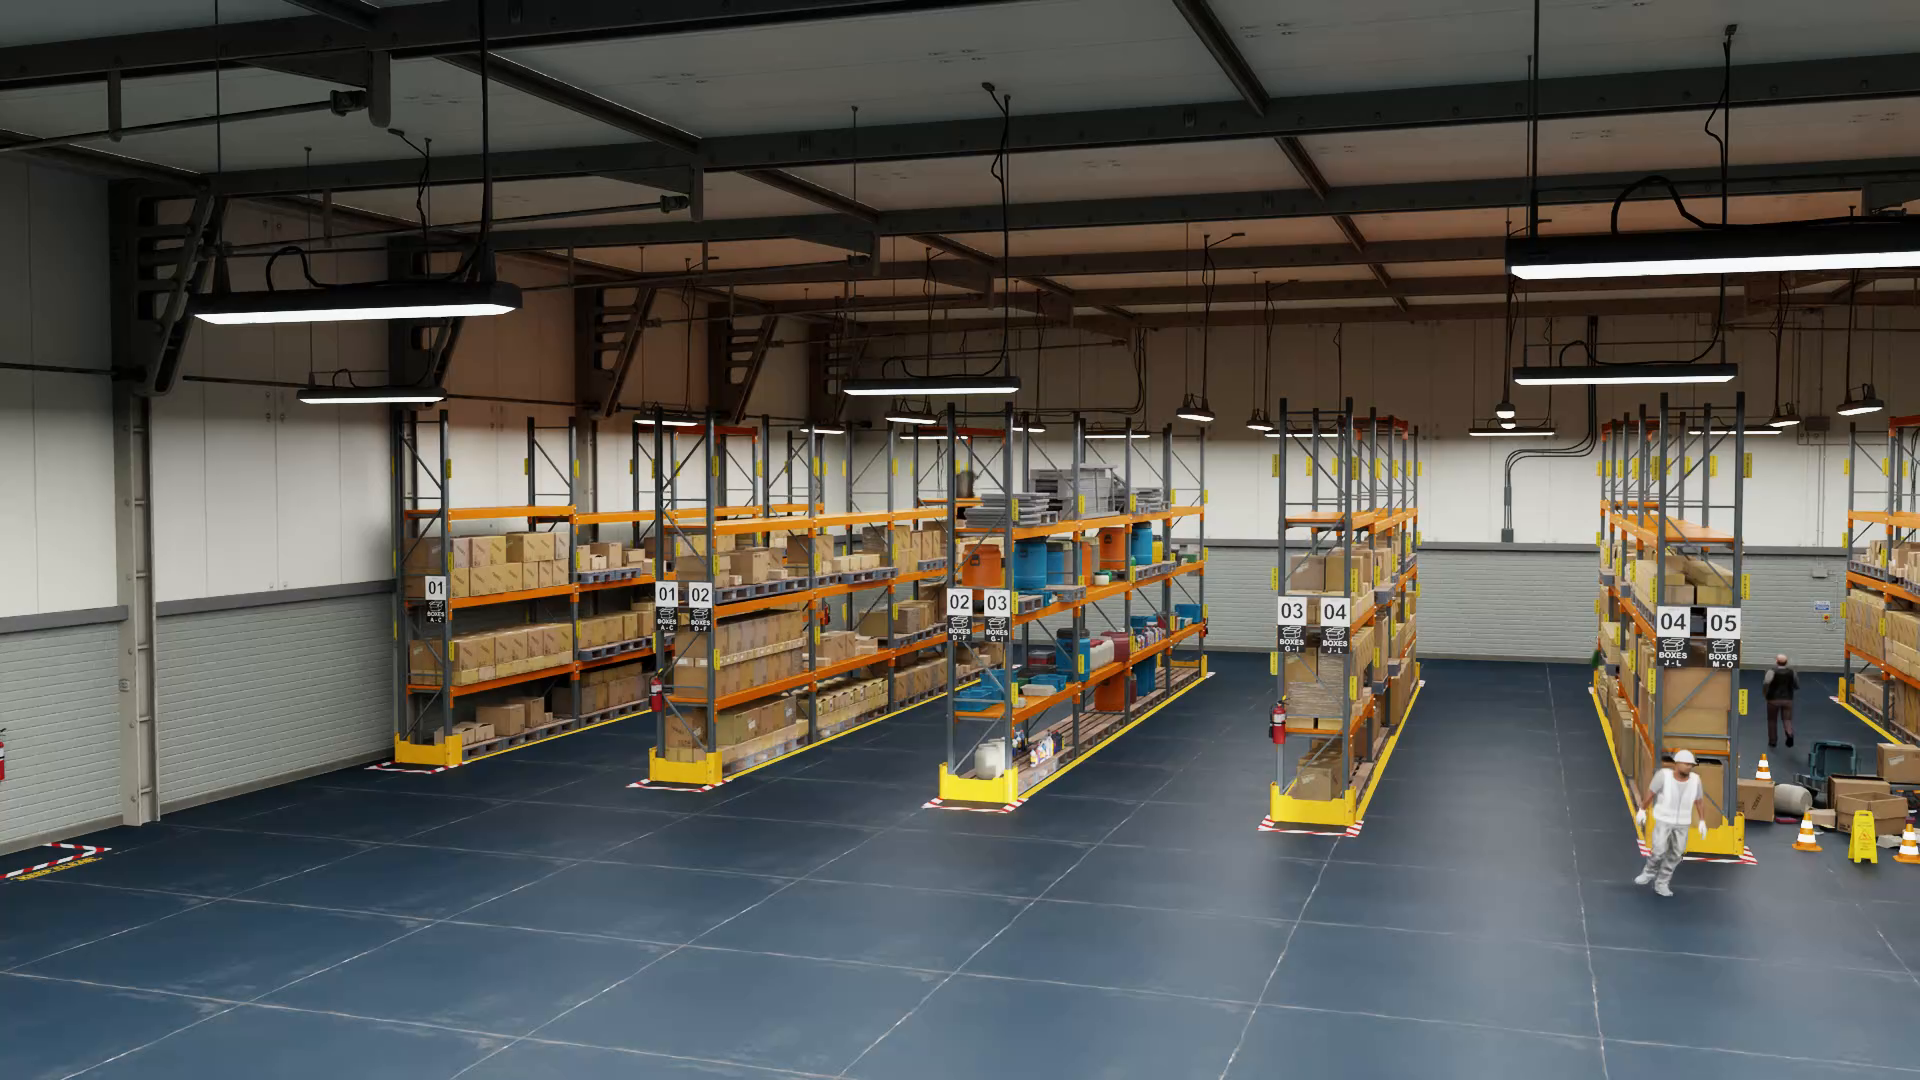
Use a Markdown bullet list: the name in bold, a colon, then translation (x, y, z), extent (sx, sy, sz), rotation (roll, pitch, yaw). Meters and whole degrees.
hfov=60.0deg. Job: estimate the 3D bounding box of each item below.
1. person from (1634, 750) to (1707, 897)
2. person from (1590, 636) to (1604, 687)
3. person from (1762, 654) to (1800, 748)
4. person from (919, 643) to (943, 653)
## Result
- **person**: translation (8.323, 3.308, 19.448), extent (0.702, 1.753, 0.566), rotation (0, 2, 0)
- **person**: translation (14.777, 2.500, 37.991), extent (0.695, 1.811, 0.653), rotation (0, 2, -1)
- **person**: translation (14.590, 2.878, 29.573), extent (0.657, 1.699, 0.905), rotation (1, 3, 14)
- **person**: translation (-0.733, 2.287, 43.595), extent (0.907, 1.649, 0.558), rotation (1, 3, 25)
